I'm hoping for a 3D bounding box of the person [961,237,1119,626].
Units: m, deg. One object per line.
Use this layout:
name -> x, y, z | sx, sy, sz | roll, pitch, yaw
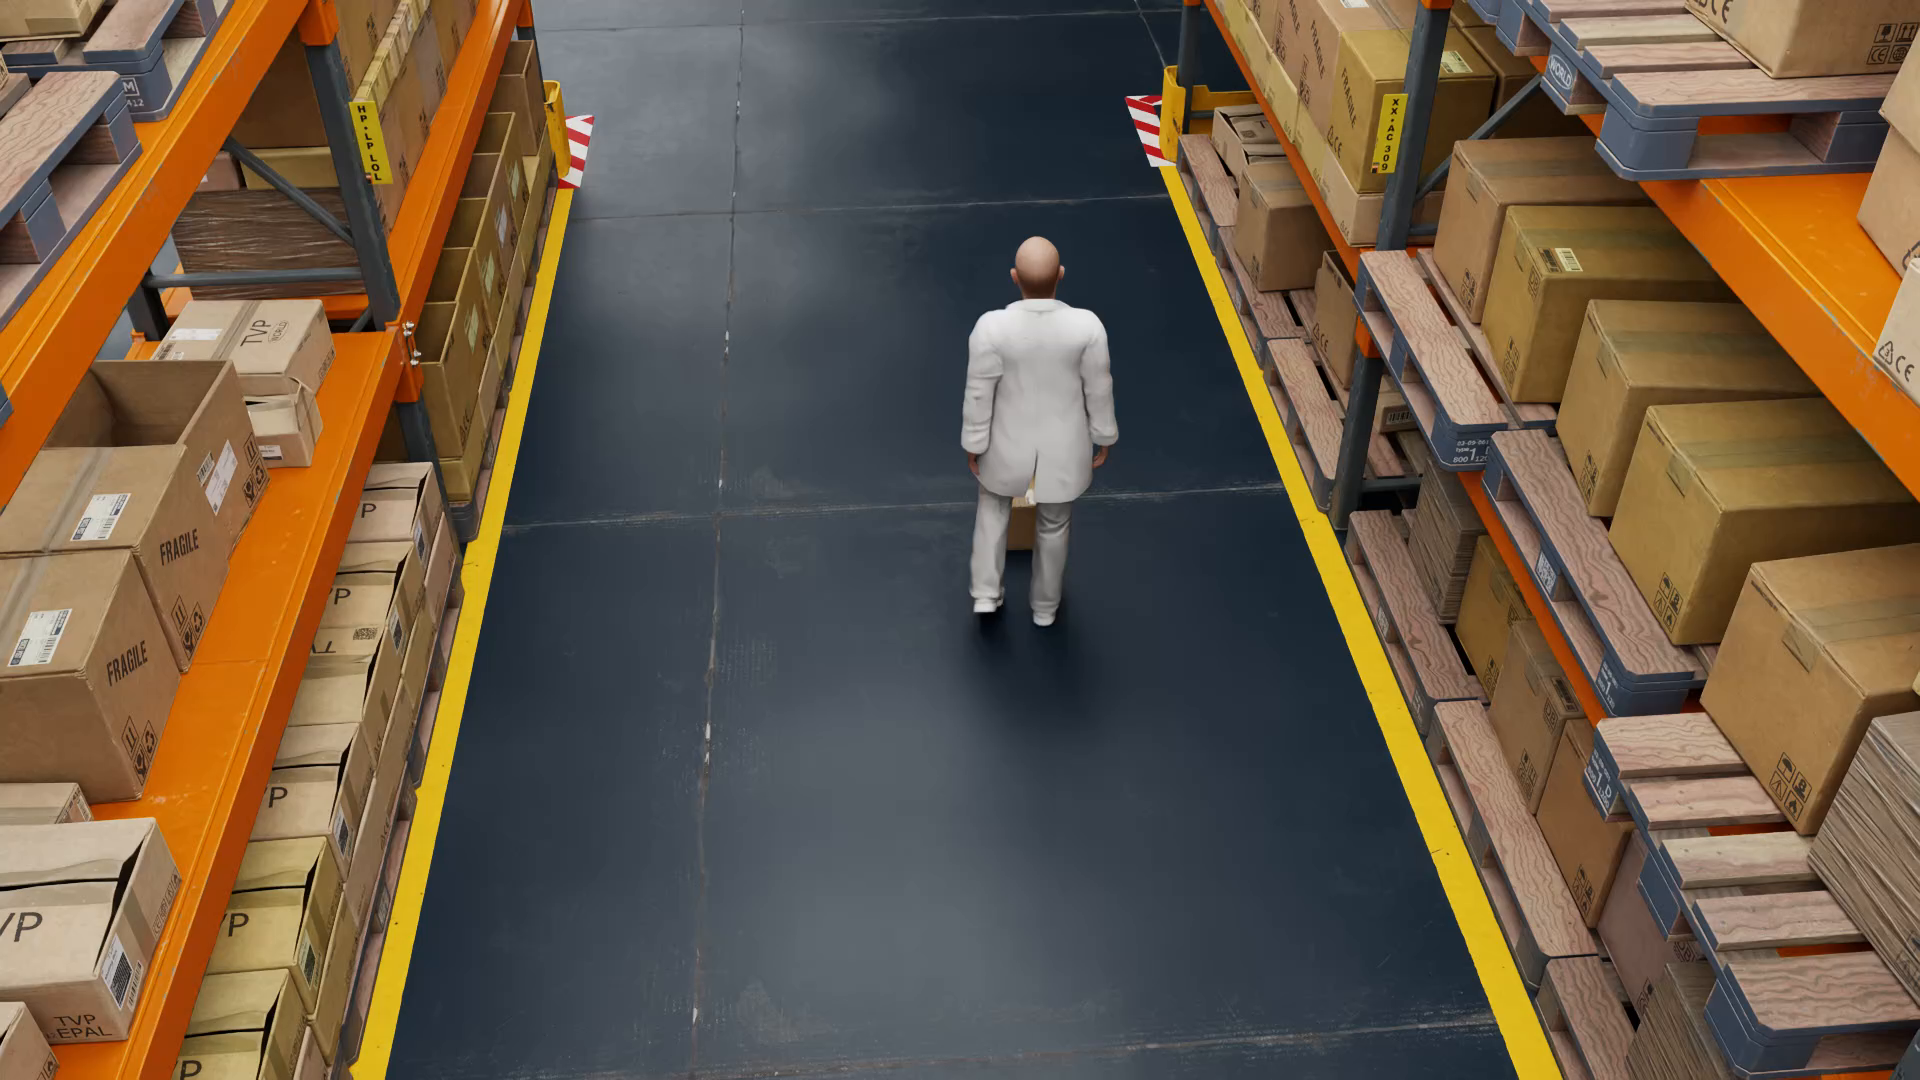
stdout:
person -> 0.321, -0.407, 6.679 | 0.630, 1.808, 0.439 | 1, 39, 2
